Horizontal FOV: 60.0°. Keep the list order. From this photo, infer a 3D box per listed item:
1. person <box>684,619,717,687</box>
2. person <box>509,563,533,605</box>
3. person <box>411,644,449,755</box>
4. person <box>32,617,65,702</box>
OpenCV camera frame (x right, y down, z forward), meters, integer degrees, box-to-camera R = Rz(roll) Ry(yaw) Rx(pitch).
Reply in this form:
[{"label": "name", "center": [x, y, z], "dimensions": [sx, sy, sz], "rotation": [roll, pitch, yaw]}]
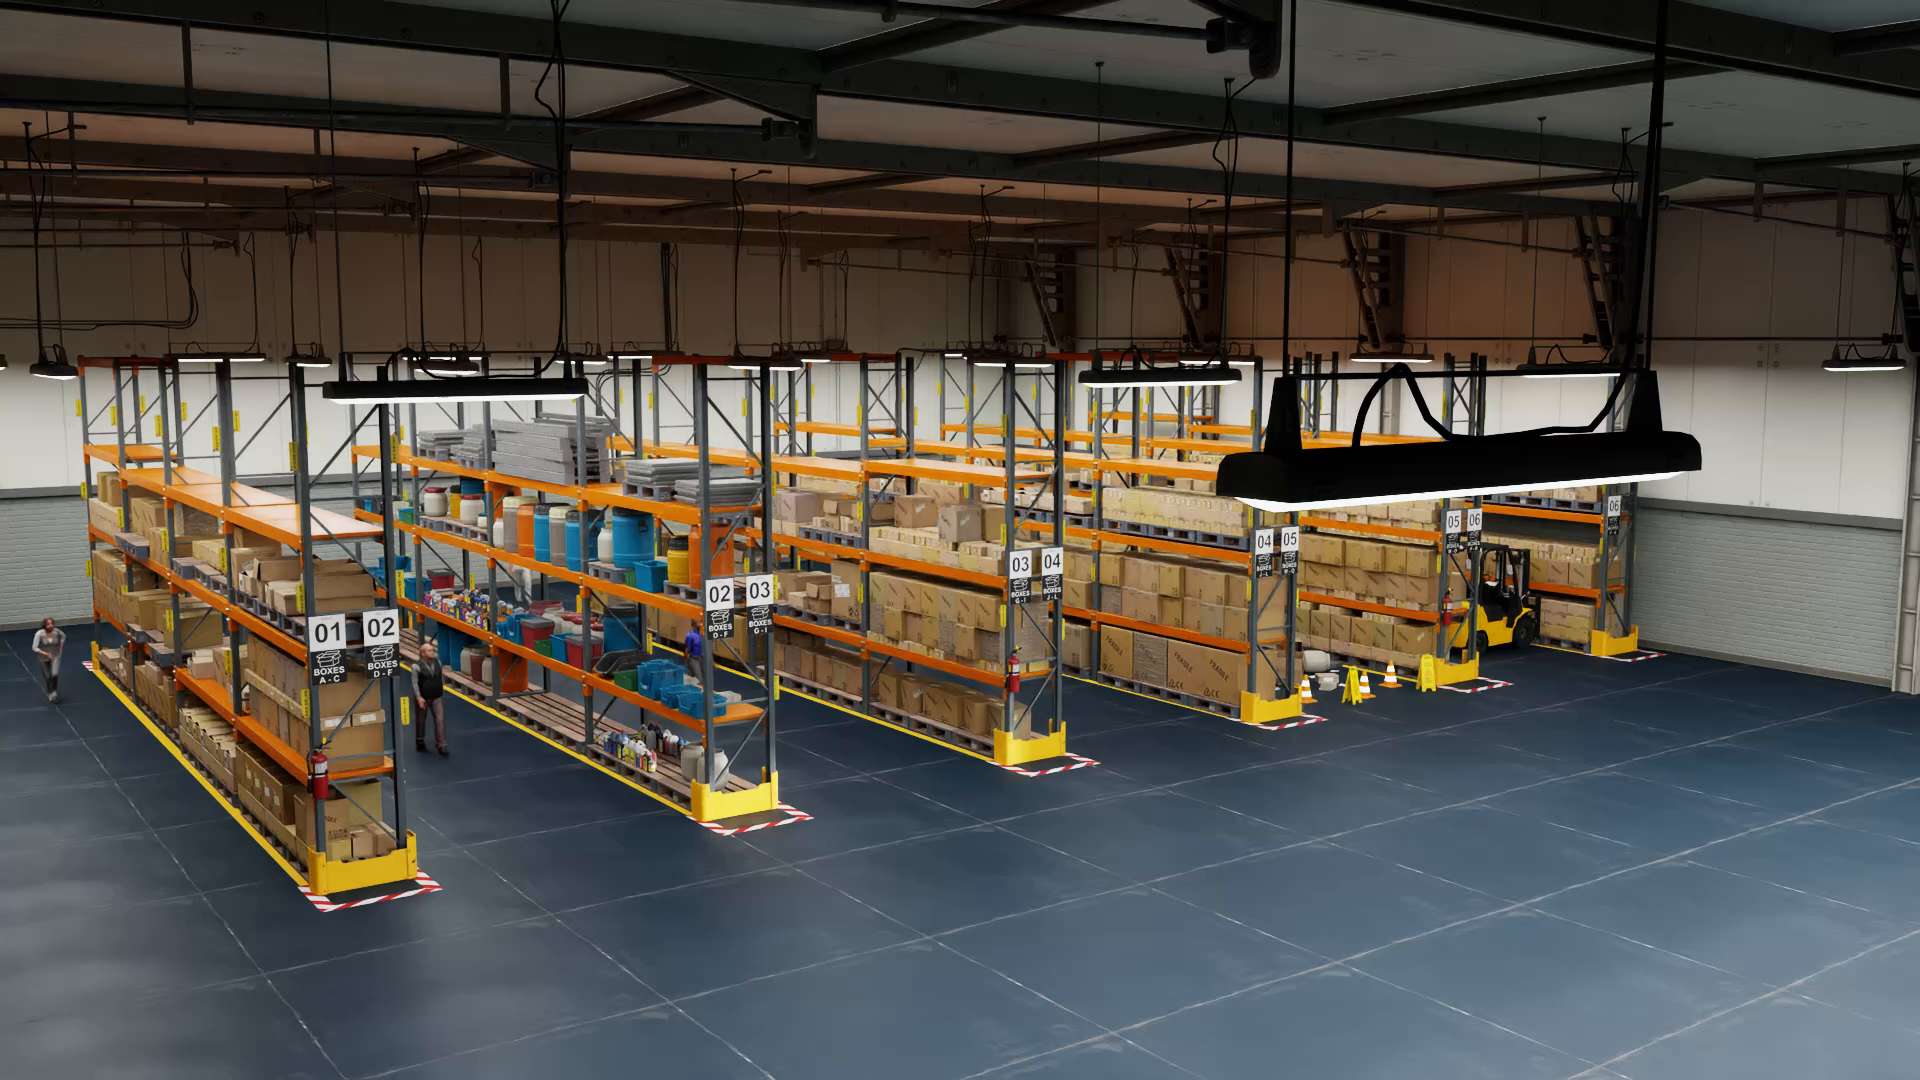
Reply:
[{"label": "person", "center": [-4.446, 2.084, 28.426], "dimensions": [1.068, 1.584, 0.461], "rotation": [6, 9, 40]}, {"label": "person", "center": [-10.453, 0.662, 39.570], "dimensions": [0.566, 1.703, 1.007], "rotation": [-2, 7, -19]}, {"label": "person", "center": [-8.117, 2.415, 25.384], "dimensions": [0.533, 1.658, 1.069], "rotation": [-4, 8, -32]}, {"label": "person", "center": [-15.824, 2.062, 28.915], "dimensions": [0.500, 1.514, 0.784], "rotation": [-3, 8, -26]}]
